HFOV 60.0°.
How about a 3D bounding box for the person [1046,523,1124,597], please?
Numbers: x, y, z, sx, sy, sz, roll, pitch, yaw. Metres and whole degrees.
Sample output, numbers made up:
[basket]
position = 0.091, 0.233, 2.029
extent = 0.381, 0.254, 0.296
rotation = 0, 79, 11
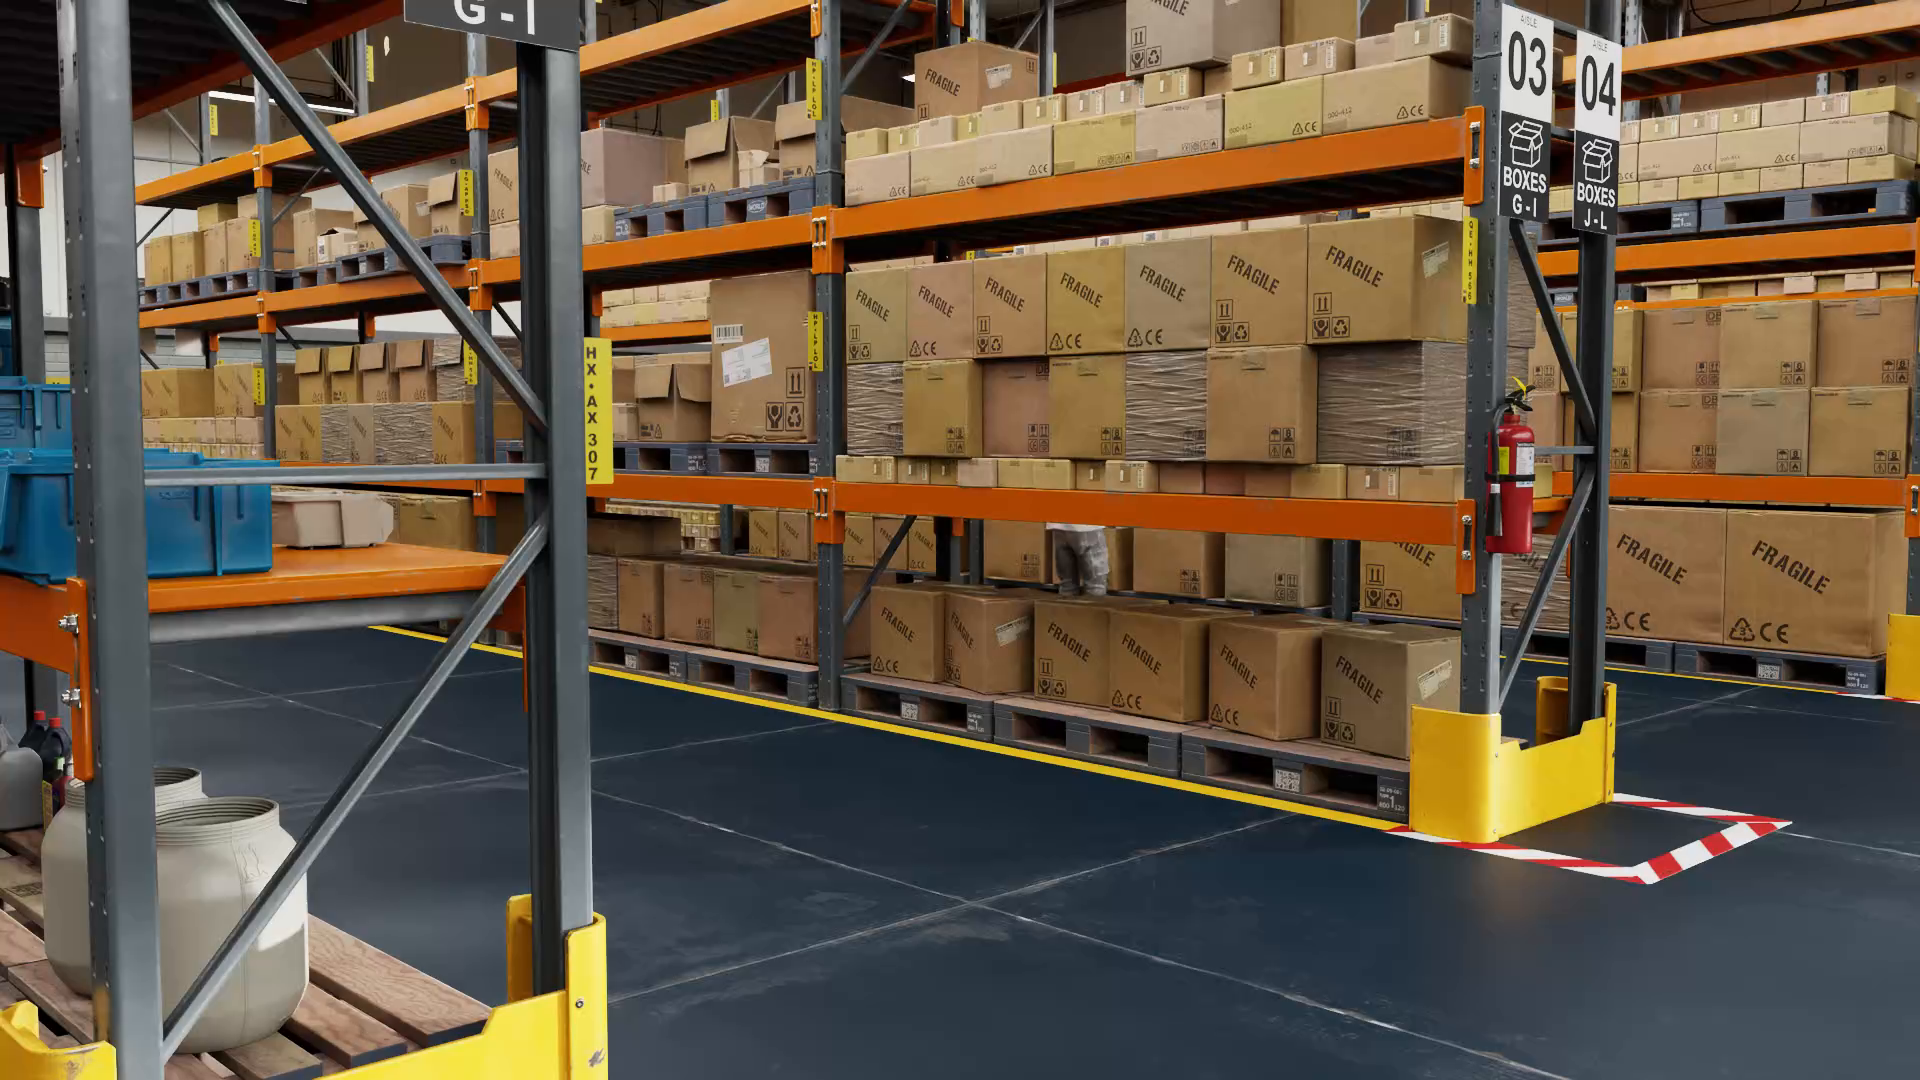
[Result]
[person]
position = 0.868, -0.063, 11.550
extent = 0.575, 1.778, 0.487
rotation = -4, 5, -43
